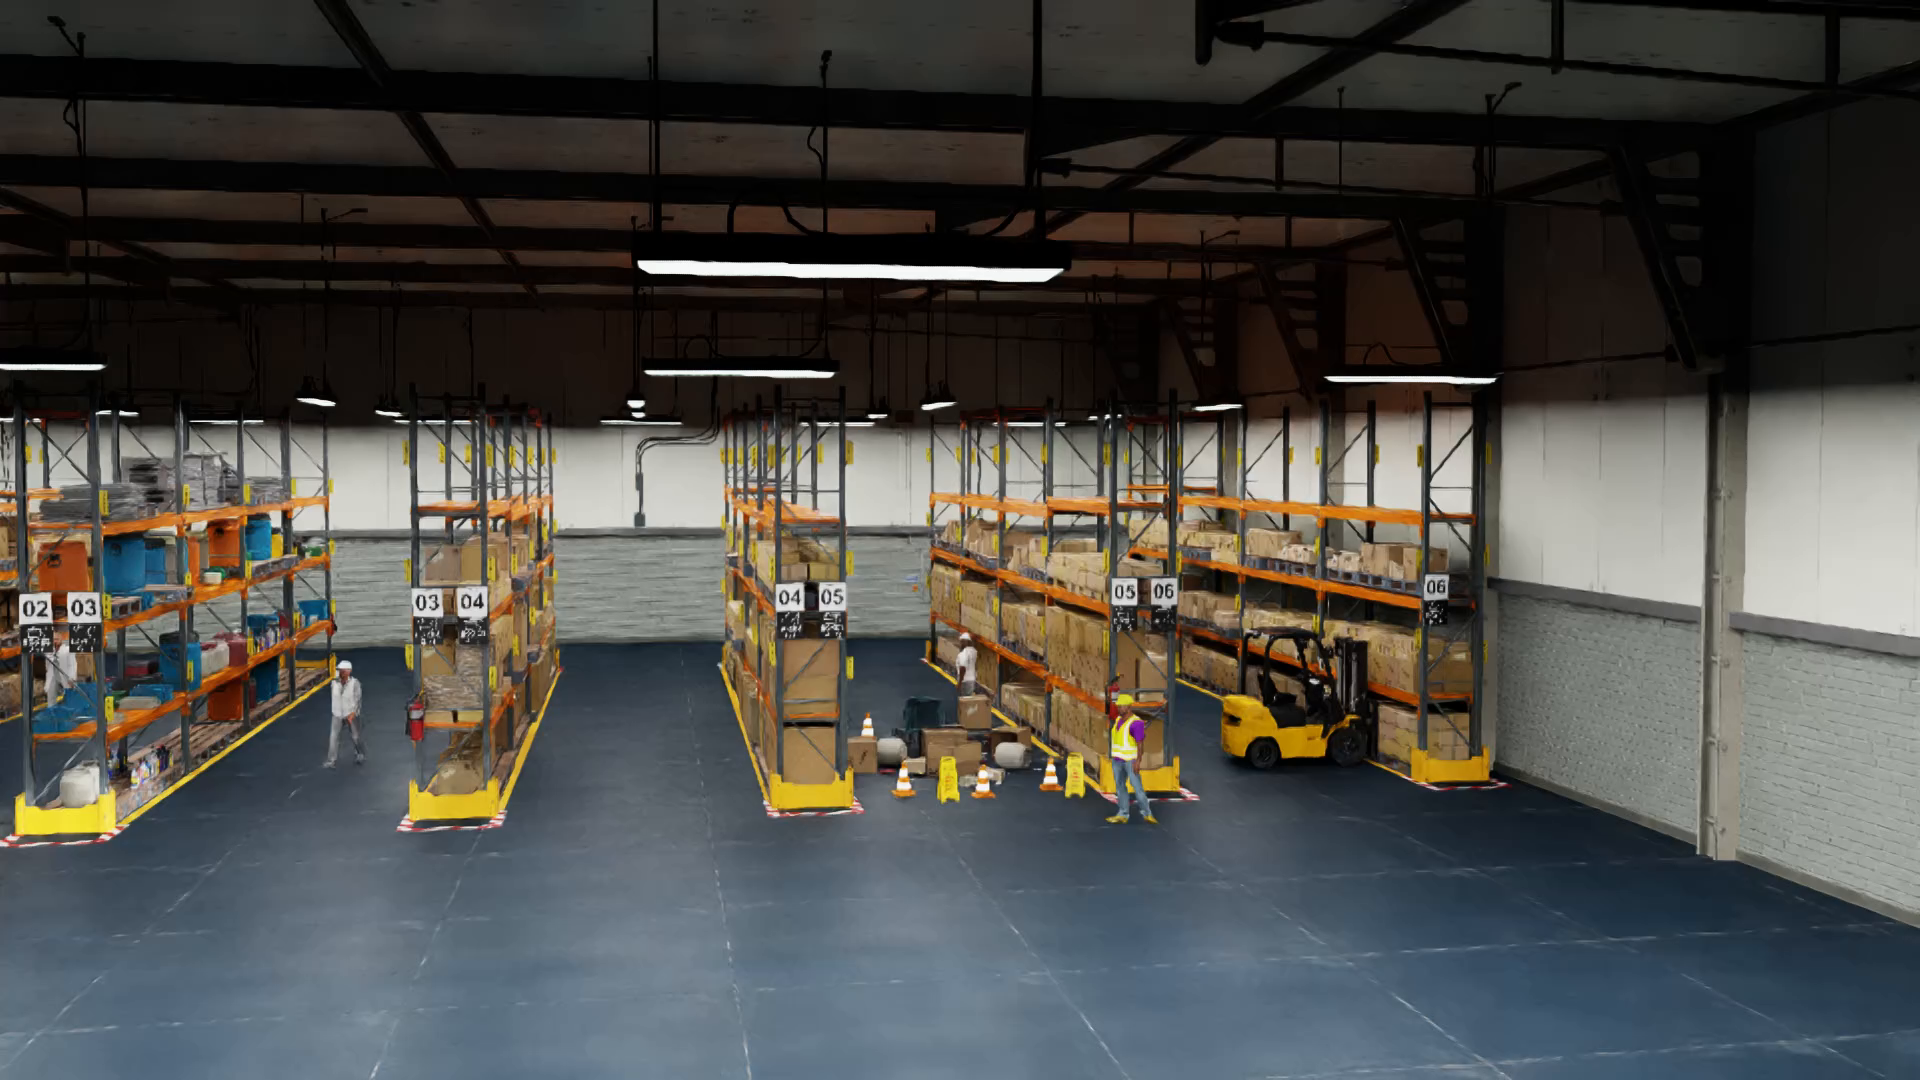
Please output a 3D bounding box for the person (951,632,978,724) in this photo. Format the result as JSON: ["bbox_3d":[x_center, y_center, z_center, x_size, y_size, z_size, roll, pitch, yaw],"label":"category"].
[{"bbox_3d":[0.086,2.564,30.397,0.580,1.763,0.673,1,3,14],"label":"person"}]

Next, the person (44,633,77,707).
[{"bbox_3d":[-16.681,2.573,30.828,0.600,1.725,1.110,-1,3,-12],"label":"person"}]

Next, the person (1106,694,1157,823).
[{"bbox_3d":[2.338,2.981,22.647,0.475,1.764,0.747,-2,4,-39],"label":"person"}]

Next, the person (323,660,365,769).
[{"bbox_3d":[-9.861,2.781,26.718,0.539,1.714,1.033,0,3,-1],"label":"person"}]
